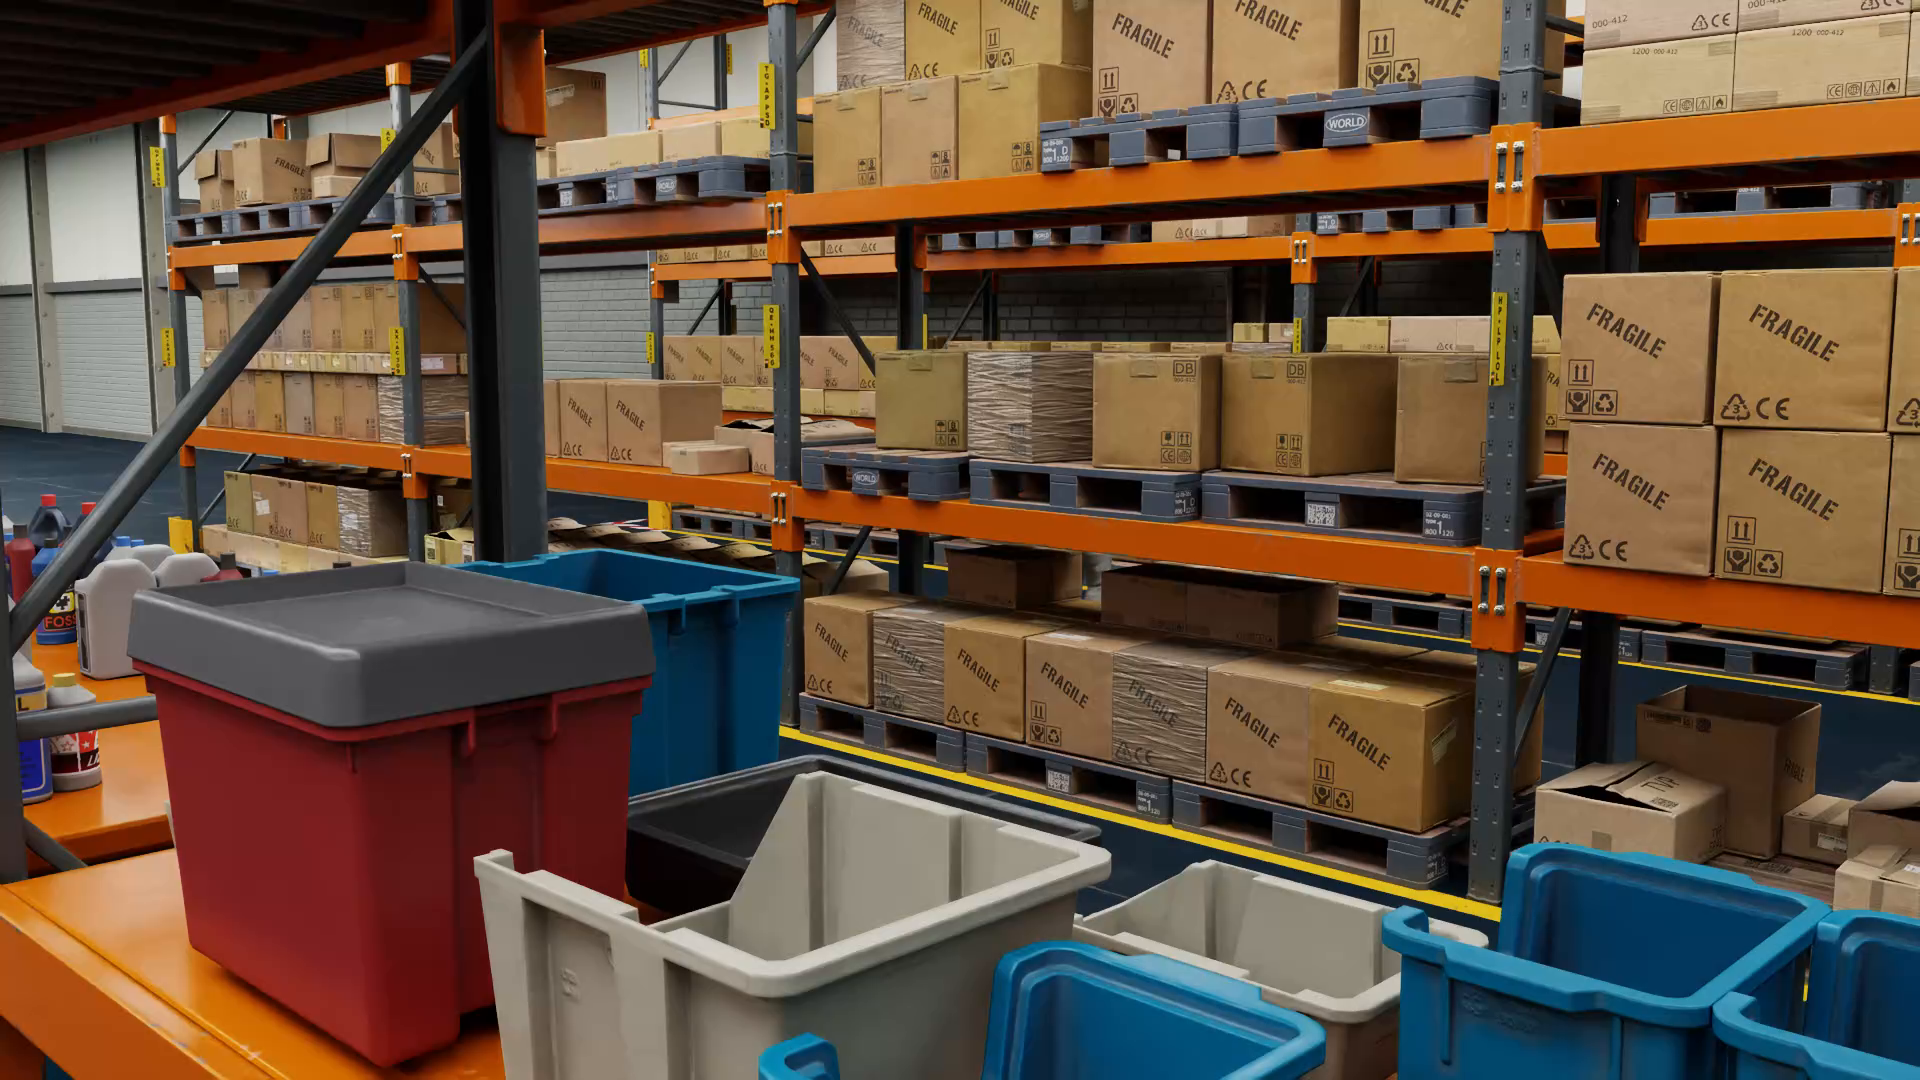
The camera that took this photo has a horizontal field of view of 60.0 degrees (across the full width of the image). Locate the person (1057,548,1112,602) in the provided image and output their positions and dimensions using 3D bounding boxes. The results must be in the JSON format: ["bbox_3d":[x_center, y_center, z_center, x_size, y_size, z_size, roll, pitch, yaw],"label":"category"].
[{"bbox_3d":[0.788,-0.035,10.754,0.468,1.709,0.385,7,10,44],"label":"person"}]
